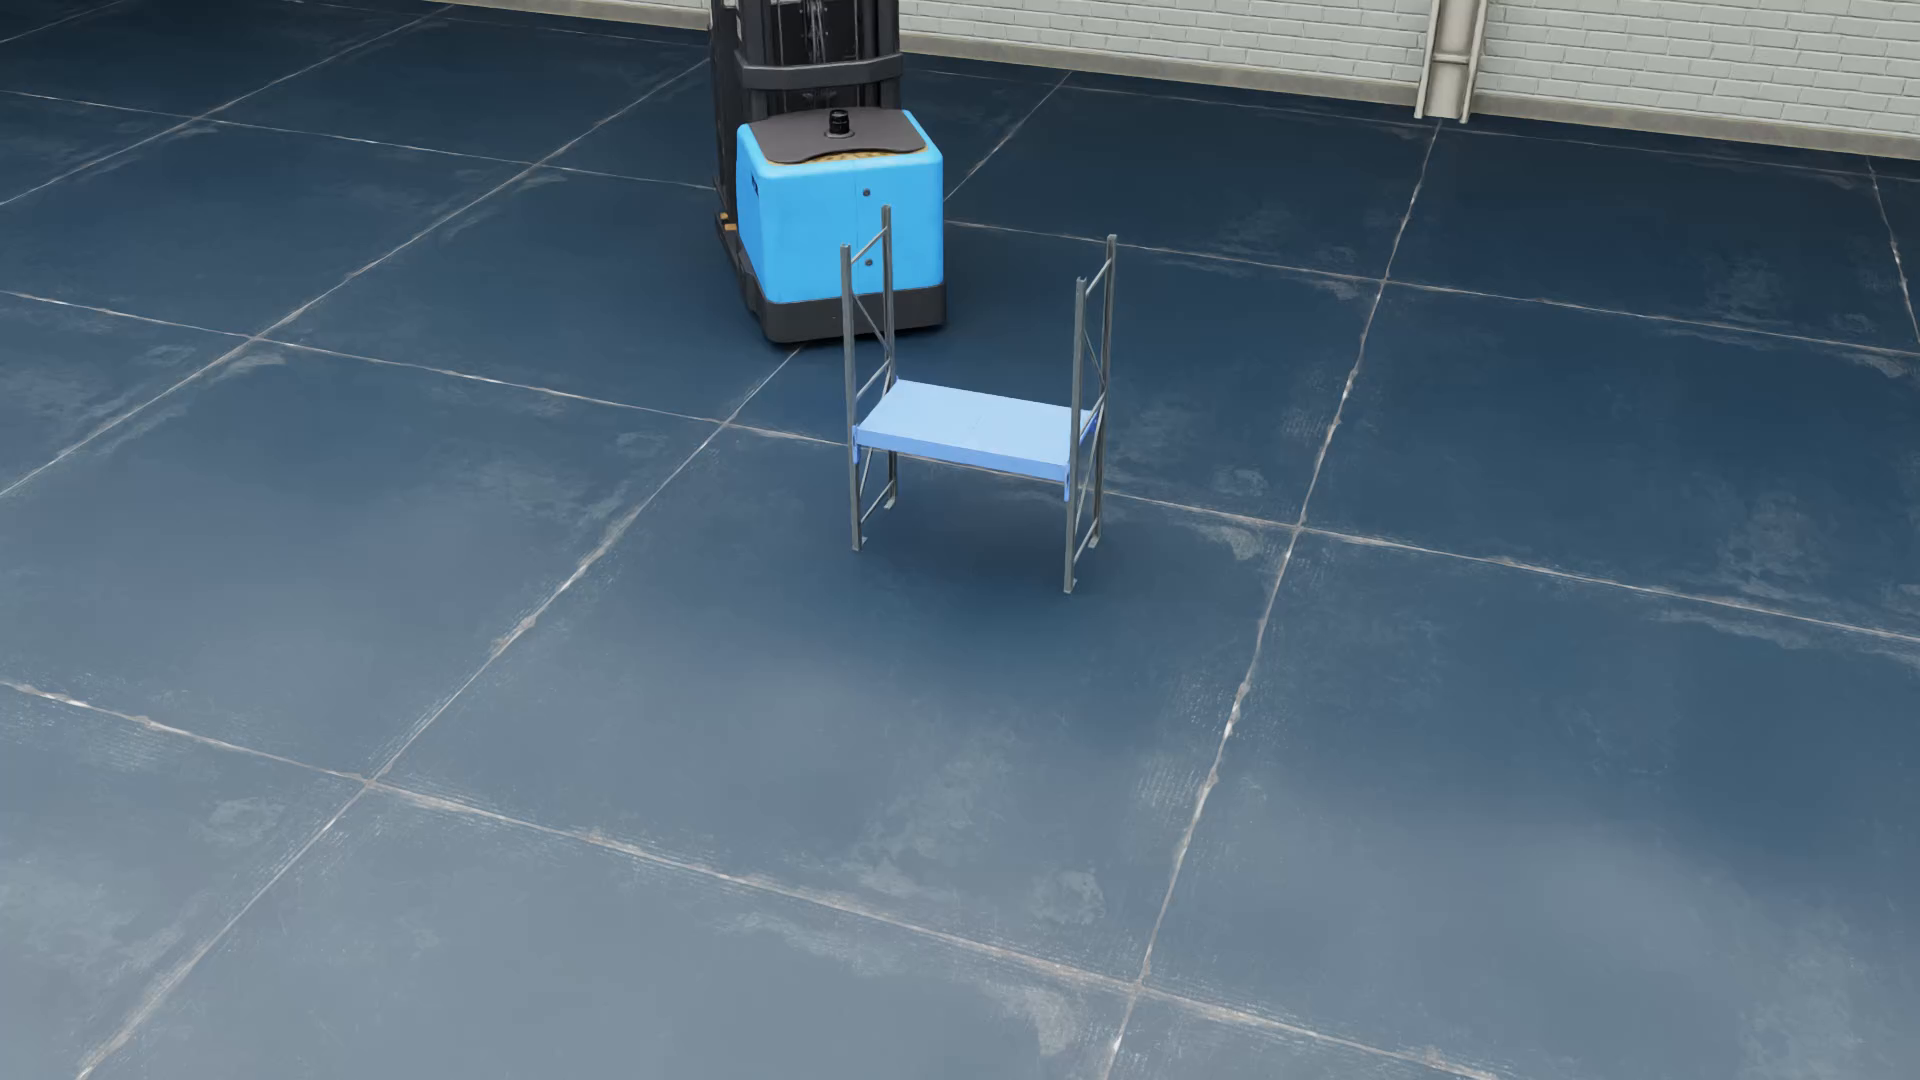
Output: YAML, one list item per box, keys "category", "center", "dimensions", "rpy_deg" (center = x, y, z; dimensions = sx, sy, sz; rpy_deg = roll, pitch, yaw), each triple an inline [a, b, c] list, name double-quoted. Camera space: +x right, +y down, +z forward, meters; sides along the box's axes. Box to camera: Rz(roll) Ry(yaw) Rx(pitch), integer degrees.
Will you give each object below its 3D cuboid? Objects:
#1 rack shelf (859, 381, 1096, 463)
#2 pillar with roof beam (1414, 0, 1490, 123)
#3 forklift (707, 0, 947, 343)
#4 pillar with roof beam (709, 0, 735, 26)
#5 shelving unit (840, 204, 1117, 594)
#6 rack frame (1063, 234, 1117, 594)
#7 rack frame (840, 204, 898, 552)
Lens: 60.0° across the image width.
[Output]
- category: "rack shelf"
  center: [0.080, -0.504, 7.390]
  dimensions: [0.952, 0.062, 0.459]
  rpy_deg: [11, 34, 16]
- category: "pillar with roof beam"
  center: [2.274, -4.868, 6.994]
  dimensions: [0.400, 9.000, 9.100]
  rpy_deg: [11, 34, 16]
- category: "forklift"
  center: [-0.960, -3.130, 9.896]
  dimensions: [1.130, 2.935, 3.031]
  rpy_deg: [-8, 34, -13]
- category: "pillar with roof beam"
  center: [-3.375, -5.966, 8.695]
  dimensions: [0.400, 9.000, 9.100]
  rpy_deg: [11, 34, 16]
- category: "shelving unit"
  center: [0.080, -0.614, 7.319]
  dimensions: [1.048, 1.500, 0.500]
  rpy_deg: [11, 34, 16]
- category: "rack frame"
  center: [0.559, -0.521, 7.175]
  dimensions: [0.032, 1.500, 0.500]
  rpy_deg: [11, 34, 16]
- category: "rack frame"
  center: [-0.398, -0.708, 7.463]
  dimensions: [0.032, 1.500, 0.500]
  rpy_deg: [11, 34, 16]
